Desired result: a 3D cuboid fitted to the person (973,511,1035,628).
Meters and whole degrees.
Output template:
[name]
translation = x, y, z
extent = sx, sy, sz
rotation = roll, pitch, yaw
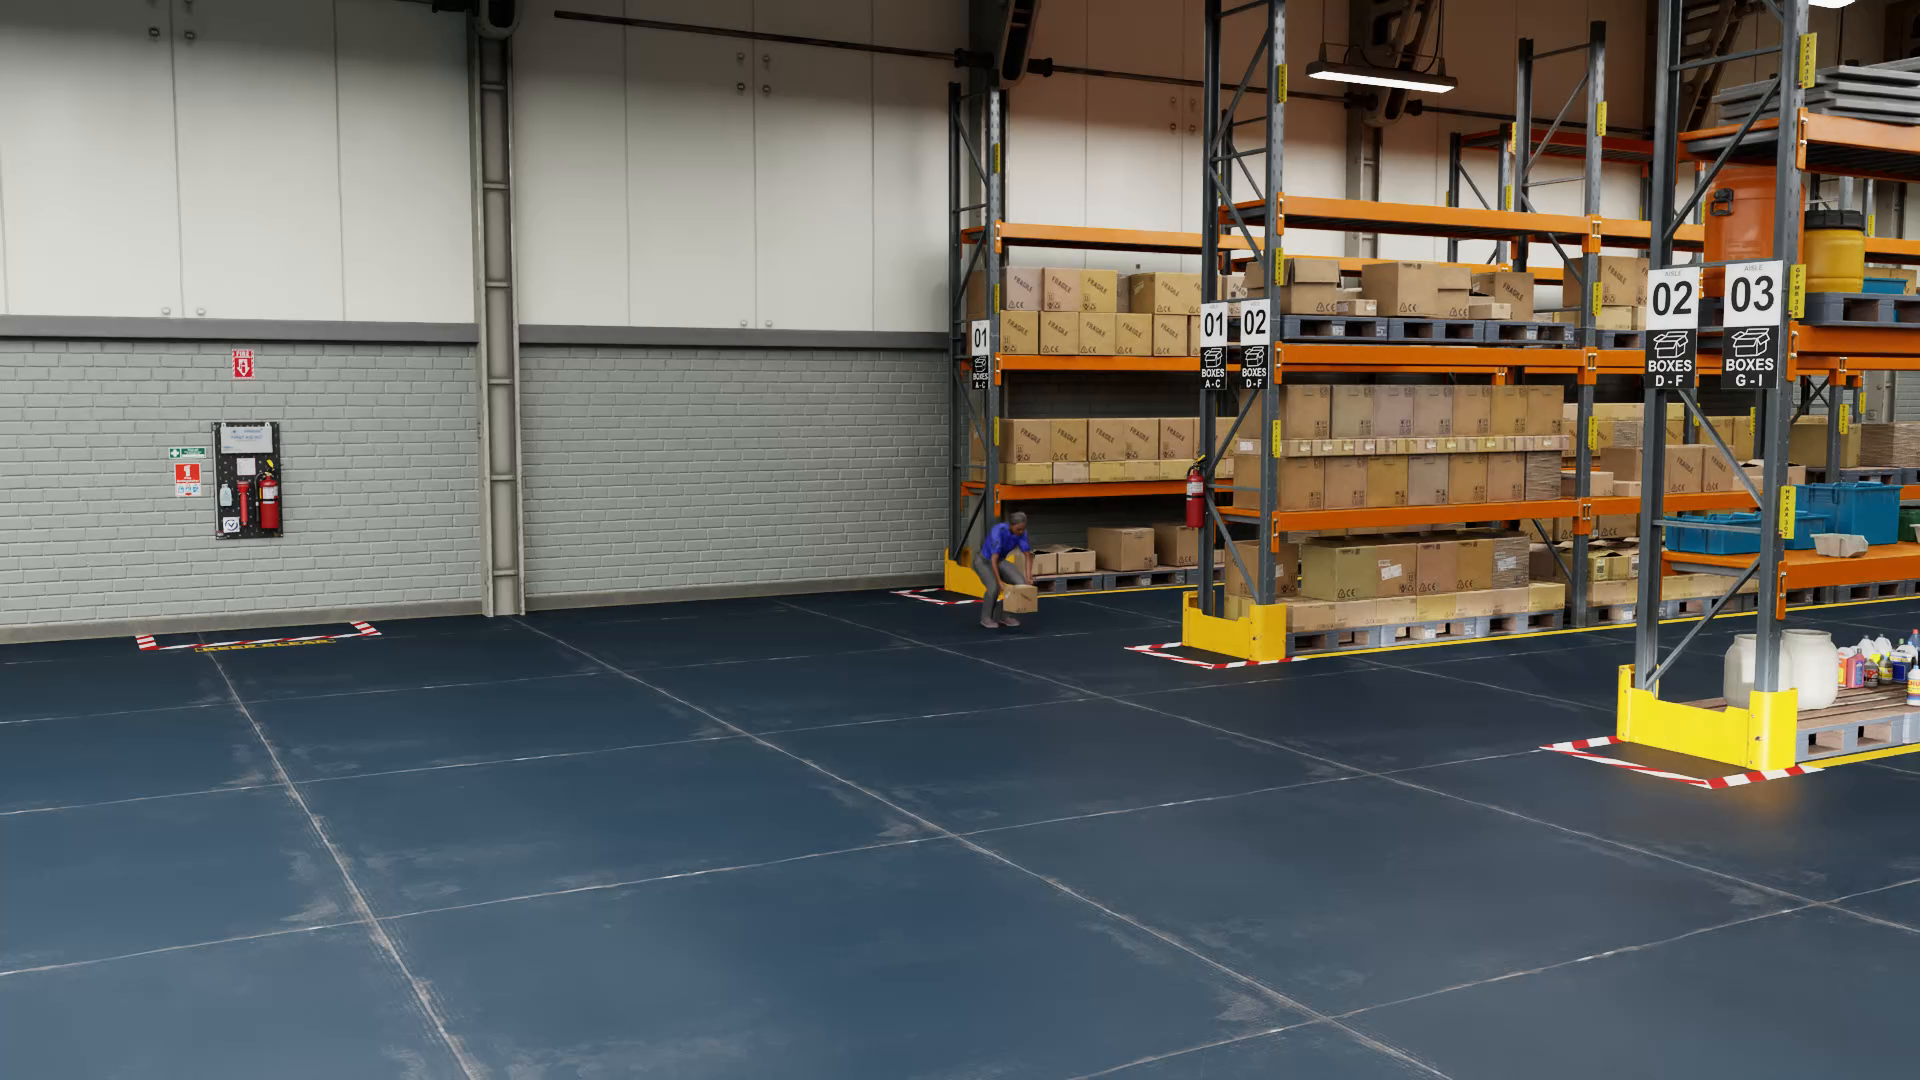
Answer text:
[person]
translation = 0.454, 0.289, 16.945
extent = 0.497, 1.195, 0.716
rotation = -3, 6, -29
